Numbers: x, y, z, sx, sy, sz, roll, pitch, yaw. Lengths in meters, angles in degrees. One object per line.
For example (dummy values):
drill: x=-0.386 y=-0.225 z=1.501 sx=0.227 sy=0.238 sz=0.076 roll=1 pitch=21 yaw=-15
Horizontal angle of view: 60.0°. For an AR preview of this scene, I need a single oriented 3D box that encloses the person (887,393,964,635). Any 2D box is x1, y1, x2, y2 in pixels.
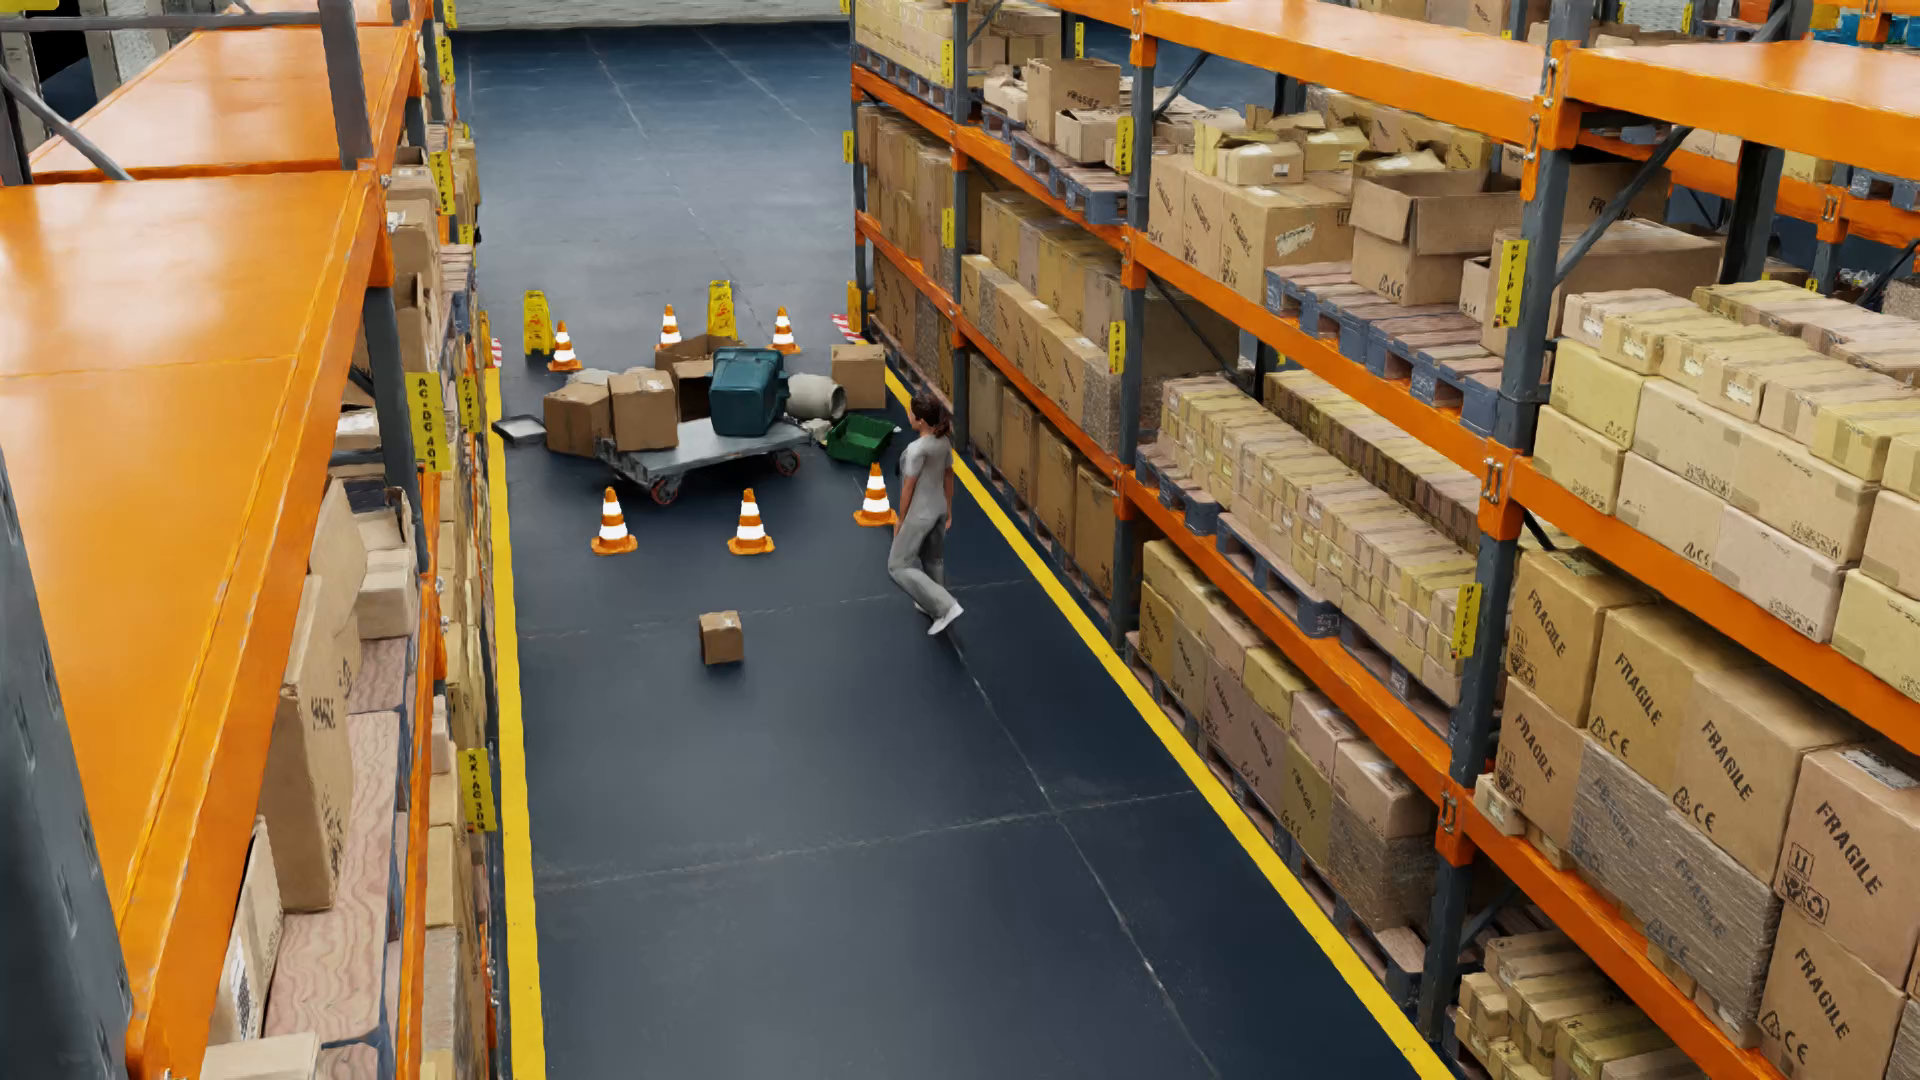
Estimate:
person: x=-0.176 y=-0.162 z=10.938 sx=0.585 sy=1.665 sz=0.602 roll=12 pitch=26 yaw=26
